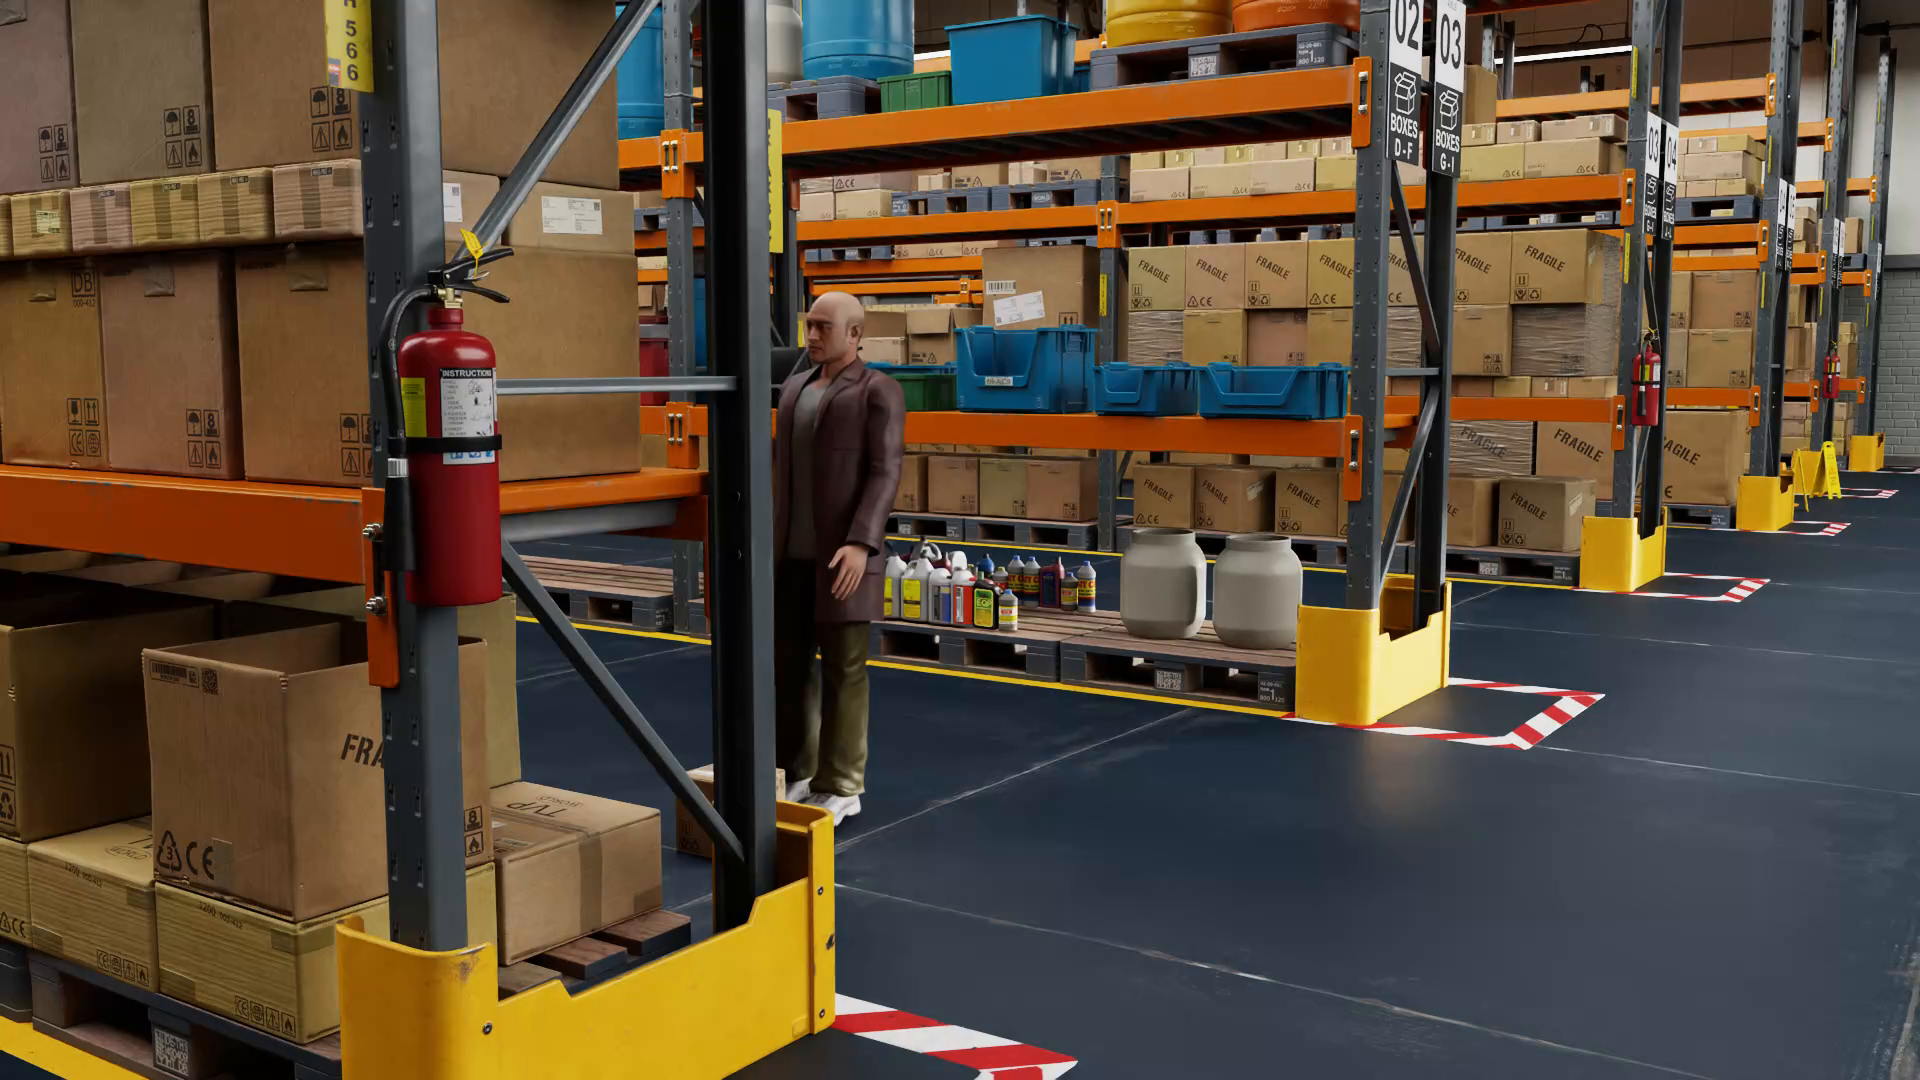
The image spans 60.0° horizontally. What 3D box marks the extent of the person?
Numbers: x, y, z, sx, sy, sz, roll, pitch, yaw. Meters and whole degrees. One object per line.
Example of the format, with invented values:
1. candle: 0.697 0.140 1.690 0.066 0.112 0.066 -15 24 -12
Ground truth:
1. person: -0.489 0.084 5.614 0.589 1.838 0.500 4 7 34
